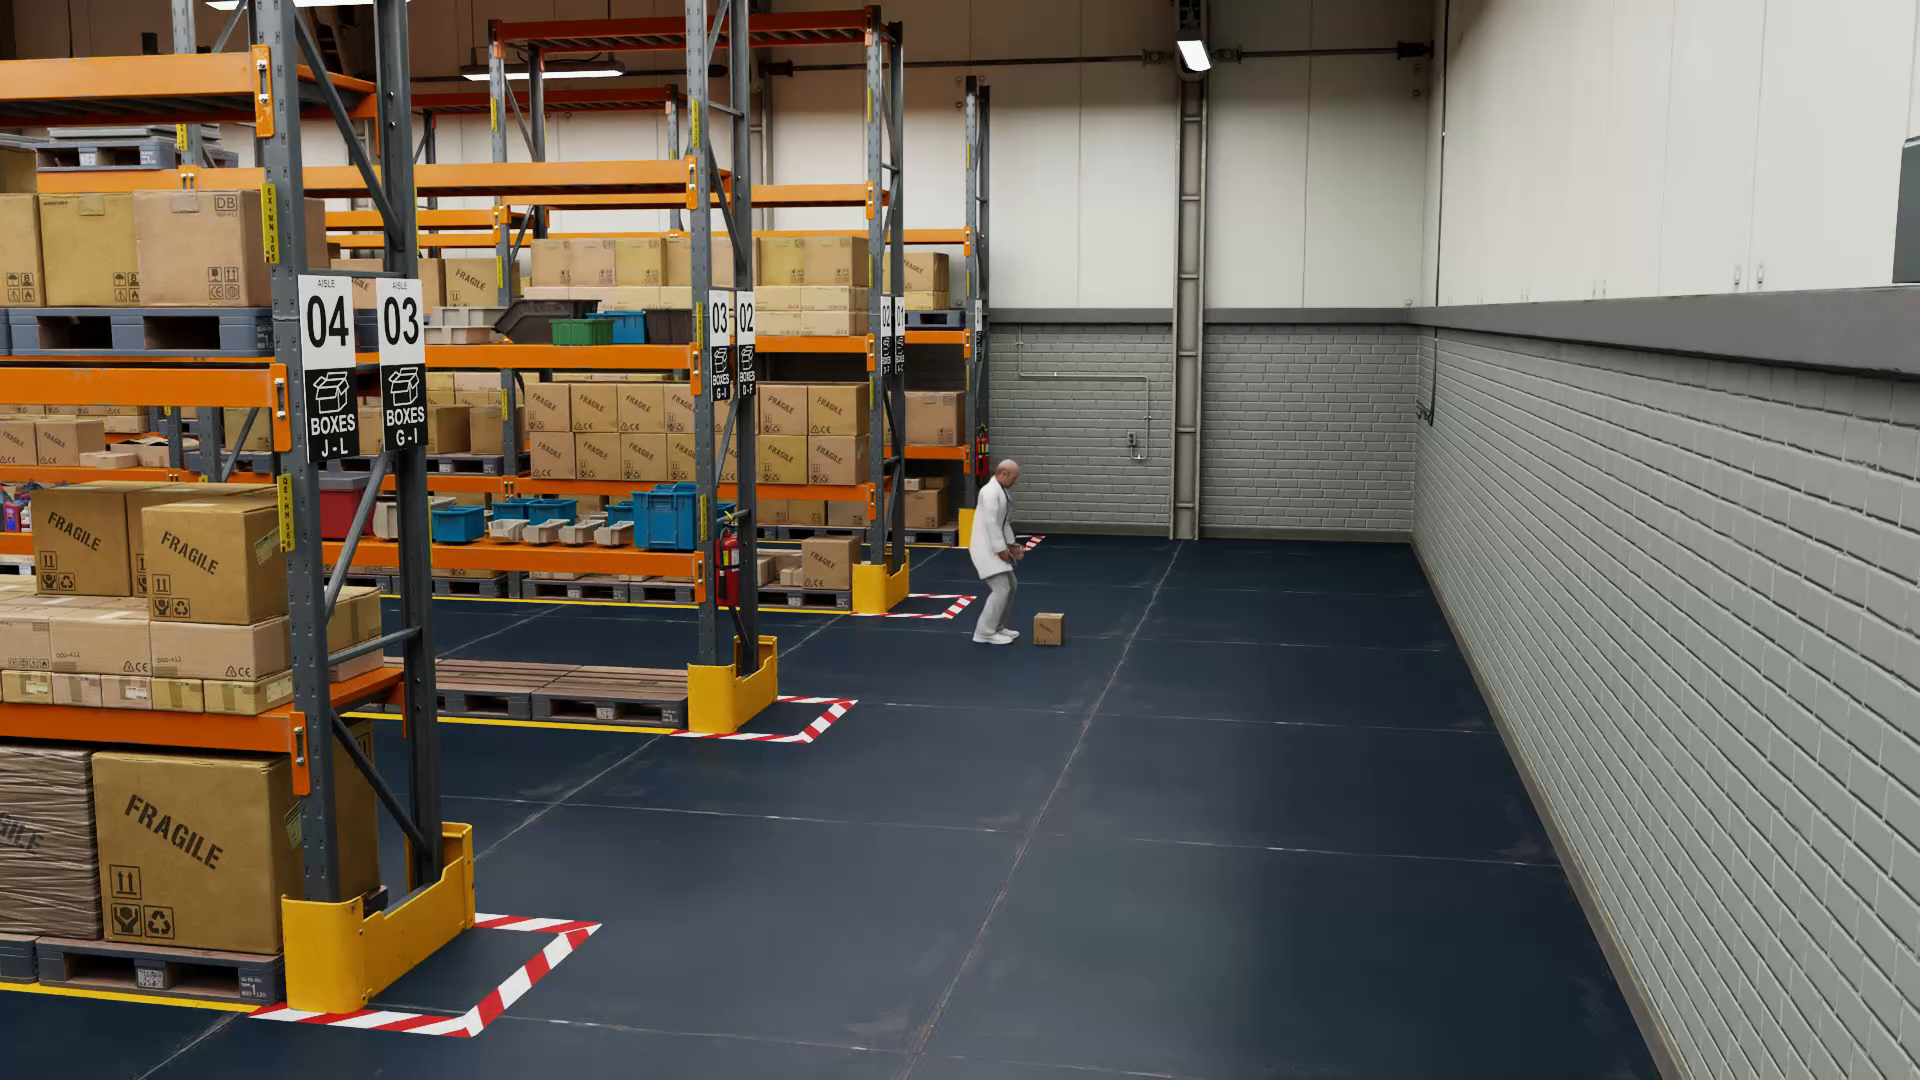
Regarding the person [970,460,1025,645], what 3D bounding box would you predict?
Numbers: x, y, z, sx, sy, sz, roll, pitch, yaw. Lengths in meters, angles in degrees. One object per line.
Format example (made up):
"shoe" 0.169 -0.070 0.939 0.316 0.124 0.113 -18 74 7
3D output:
"person" 0.340 0.097 15.476 0.466 1.702 0.599 2 8 13
